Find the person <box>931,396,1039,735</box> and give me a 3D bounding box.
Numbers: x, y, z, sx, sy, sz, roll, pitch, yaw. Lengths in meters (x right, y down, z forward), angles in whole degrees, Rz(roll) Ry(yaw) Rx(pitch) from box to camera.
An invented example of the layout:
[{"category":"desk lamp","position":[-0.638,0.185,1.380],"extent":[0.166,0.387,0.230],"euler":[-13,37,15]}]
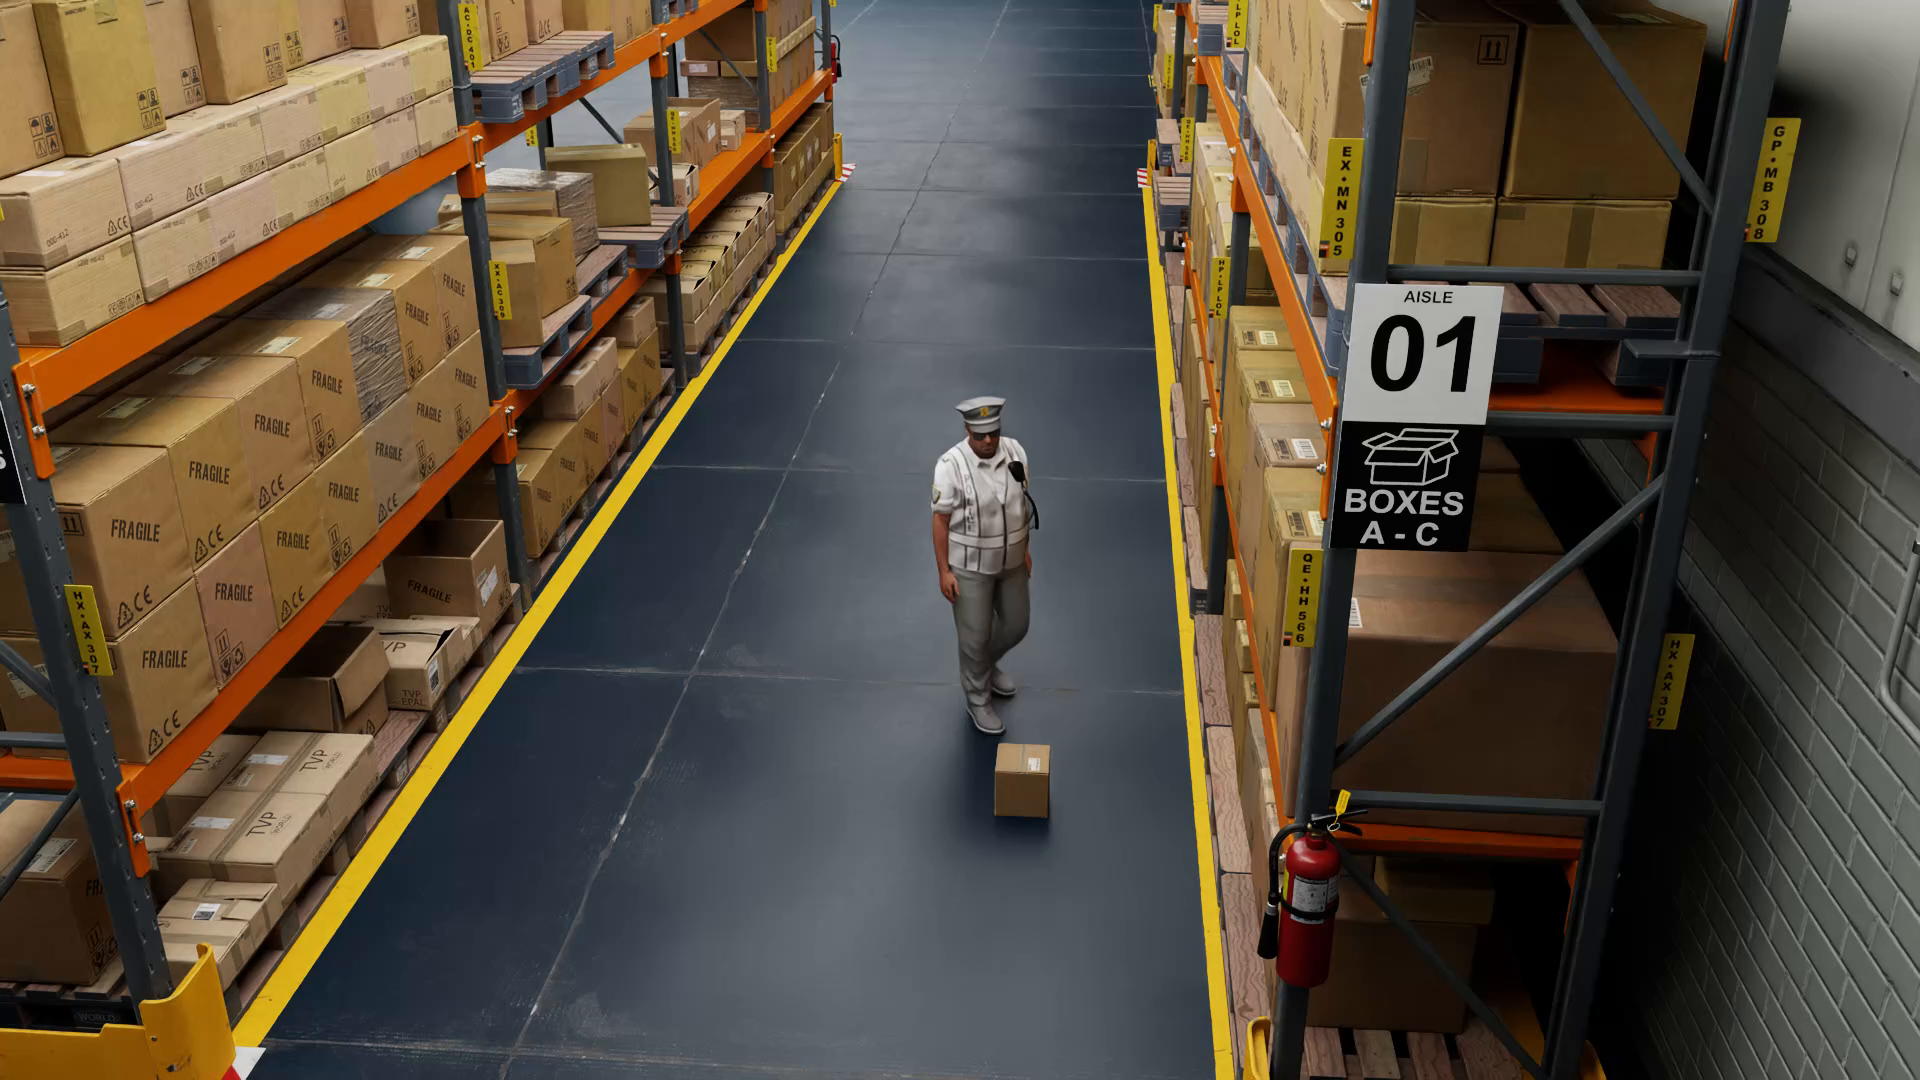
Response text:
[{"category":"person","position":[0.110,0.090,8.389],"extent":[0.549,1.748,0.584],"euler":[-14,28,-28]}]
